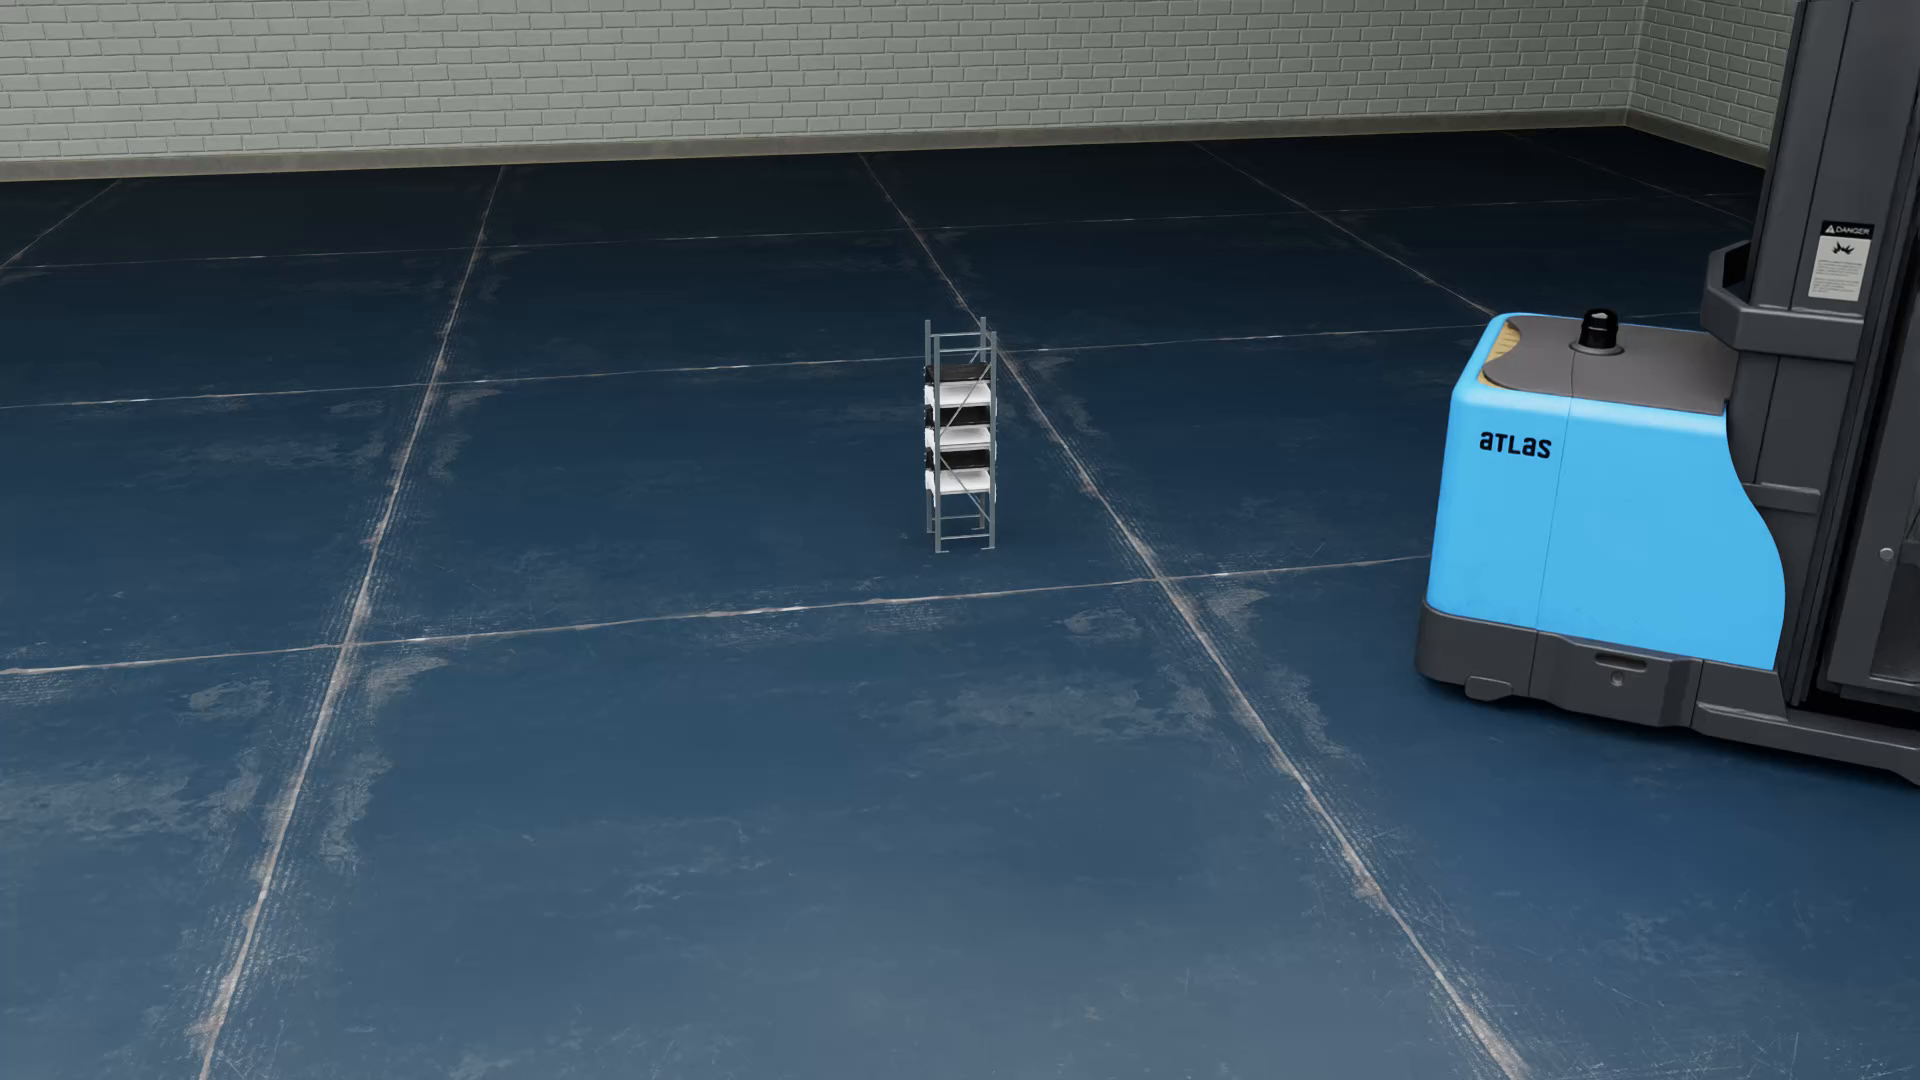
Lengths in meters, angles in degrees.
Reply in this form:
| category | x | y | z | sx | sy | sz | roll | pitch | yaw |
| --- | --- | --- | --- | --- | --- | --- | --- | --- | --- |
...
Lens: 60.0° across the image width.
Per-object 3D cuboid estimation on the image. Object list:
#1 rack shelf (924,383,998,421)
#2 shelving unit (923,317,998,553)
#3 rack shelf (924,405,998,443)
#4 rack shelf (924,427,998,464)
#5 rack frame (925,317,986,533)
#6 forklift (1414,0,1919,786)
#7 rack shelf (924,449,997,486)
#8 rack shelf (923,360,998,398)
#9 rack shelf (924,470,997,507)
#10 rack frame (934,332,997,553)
| category | x | y | z | sx | sy | sz | roll | pitch | yaw |
| --- | --- | --- | --- | --- | --- | --- | --- | --- | --- |
| rack shelf | 0.001 | -0.544 | 6.504 | 0.258 | 0.077 | 0.200 | -4 | 24 | -10 |
| shelving unit | 0.001 | -0.409 | 6.563 | 0.258 | 0.900 | 0.210 | -4 | 24 | -10 |
| rack shelf | 0.001 | -0.461 | 6.540 | 0.258 | 0.077 | 0.200 | -4 | 24 | -10 |
| rack shelf | 0.001 | -0.379 | 6.576 | 0.258 | 0.077 | 0.200 | -4 | 24 | -10 |
| rack frame | -0.017 | -0.449 | 6.654 | 0.240 | 0.900 | 0.006 | -4 | 24 | -10 |
| forklift | 3.094 | -0.773 | 4.859 | 3.031 | 2.935 | 1.130 | 10 | 26 | 22 |
| rack shelf | 0.001 | -0.296 | 6.612 | 0.258 | 0.077 | 0.200 | -4 | 24 | -10 |
| rack shelf | 0.001 | -0.626 | 6.468 | 0.258 | 0.077 | 0.200 | -4 | 24 | -10 |
| rack shelf | 0.001 | -0.214 | 6.648 | 0.258 | 0.077 | 0.200 | -4 | 24 | -10 |
| rack frame | 0.020 | -0.369 | 6.471 | 0.240 | 0.900 | 0.006 | -4 | 24 | -10 |
